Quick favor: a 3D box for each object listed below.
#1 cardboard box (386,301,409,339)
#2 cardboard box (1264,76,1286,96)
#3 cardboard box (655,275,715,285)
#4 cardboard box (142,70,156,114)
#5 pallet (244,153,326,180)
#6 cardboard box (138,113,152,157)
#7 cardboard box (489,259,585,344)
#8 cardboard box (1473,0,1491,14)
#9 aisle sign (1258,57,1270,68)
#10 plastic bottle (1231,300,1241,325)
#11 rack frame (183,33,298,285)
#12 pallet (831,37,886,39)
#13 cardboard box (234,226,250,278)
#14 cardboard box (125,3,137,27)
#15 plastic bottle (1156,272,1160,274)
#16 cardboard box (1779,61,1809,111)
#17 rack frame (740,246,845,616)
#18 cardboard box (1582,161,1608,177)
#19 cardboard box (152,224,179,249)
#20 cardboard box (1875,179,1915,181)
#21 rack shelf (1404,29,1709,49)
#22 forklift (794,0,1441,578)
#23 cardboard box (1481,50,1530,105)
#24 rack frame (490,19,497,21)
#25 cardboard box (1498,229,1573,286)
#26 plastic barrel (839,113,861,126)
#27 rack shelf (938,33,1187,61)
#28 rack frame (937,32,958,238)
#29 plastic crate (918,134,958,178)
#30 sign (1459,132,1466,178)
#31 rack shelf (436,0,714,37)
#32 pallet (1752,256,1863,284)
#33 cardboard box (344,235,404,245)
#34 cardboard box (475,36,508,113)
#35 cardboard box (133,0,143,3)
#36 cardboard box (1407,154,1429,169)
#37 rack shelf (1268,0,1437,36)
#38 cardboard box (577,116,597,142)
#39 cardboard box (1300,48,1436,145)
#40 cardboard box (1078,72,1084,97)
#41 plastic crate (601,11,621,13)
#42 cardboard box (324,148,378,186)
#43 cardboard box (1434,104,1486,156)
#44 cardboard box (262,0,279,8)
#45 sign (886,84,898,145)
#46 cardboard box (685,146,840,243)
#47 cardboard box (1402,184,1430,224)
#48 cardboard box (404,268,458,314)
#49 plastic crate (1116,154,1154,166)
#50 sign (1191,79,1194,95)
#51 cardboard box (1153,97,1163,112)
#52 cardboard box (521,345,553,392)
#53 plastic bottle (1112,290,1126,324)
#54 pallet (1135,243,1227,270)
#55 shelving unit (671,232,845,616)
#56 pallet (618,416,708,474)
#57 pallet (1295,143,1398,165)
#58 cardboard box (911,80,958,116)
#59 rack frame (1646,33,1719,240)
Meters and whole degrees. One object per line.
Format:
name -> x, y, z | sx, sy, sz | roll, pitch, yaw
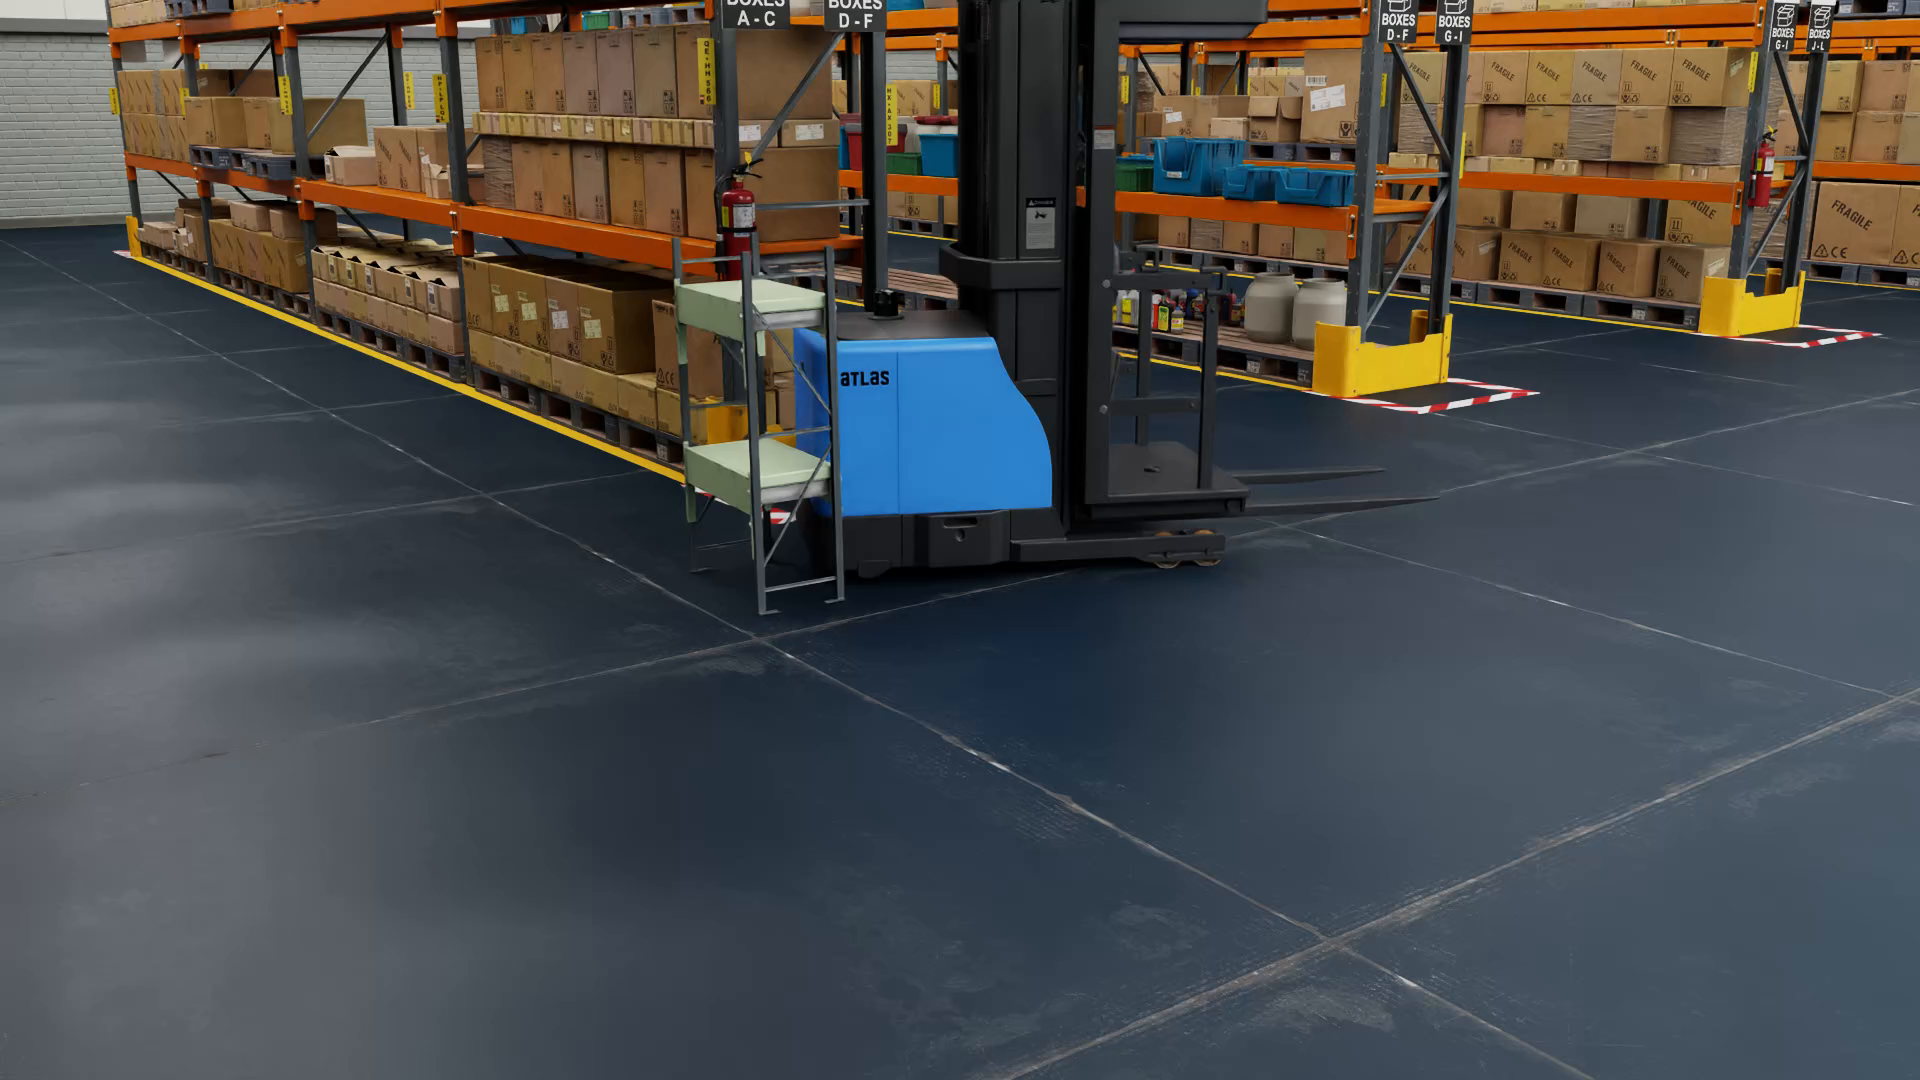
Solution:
cardboard box -> -4.268, -1.789, 13.343 | 0.500, 0.250, 0.500 | -10, 18, -33
cardboard box -> 6.145, -8.564, 31.599 | 0.500, 0.500, 0.500 | -11, 19, -36
cardboard box -> -1.576, -1.396, 10.486 | 0.500, 0.500, 0.500 | -11, 19, -35
cardboard box -> -9.297, -5.282, 19.611 | 0.500, 0.500, 0.500 | -11, 19, -35
pallet -> -5.999, -3.547, 15.717 | 1.213, 0.211, 1.003 | -11, 19, -35
cardboard box -> -9.600, -4.910, 20.143 | 0.500, 0.500, 0.500 | -11, 19, -35
cardboard box -> -2.872, -1.636, 11.366 | 0.500, 0.500, 0.500 | -11, 19, -35
cardboard box -> 5.196, -5.315, 16.415 | 0.500, 0.250, 0.500 | -11, 19, -35
aisle sign -> 5.992, -9.606, 32.568 | 0.394, 0.787, 0.004 | -11, 19, -35
plastic bottle -> 2.294, -1.886, 13.751 | 0.097, 0.201, 0.097 | 0, 15, 0
rack frame -> -7.896, -4.360, 18.324 | 1.000, 3.000, 0.127 | -11, 19, -35
pallet -> -1.788, -7.998, 26.102 | 1.003, 0.211, 1.213 | -11, 19, -35
cardboard box -> -7.198, -3.005, 17.276 | 0.500, 0.500, 0.500 | -11, 19, -34
cardboard box -> -9.573, -6.224, 19.737 | 0.500, 0.250, 0.500 | -11, 19, -35
plastic bottle -> 1.731, -2.151, 14.439 | 0.144, 0.351, 0.185 | -11, 19, -35
cardboard box -> 9.707, -5.210, 19.099 | 0.875, 0.550, 0.550 | -11, 19, -35
rack frame -> -0.679, -0.437, 6.823 | 0.400, 1.500, 0.023 | -10, 18, -30
cardboard box -> 6.092, -3.506, 15.681 | 0.380, 0.149, 0.250 | -11, 19, -35
cardboard box -> -9.570, -3.726, 20.384 | 0.500, 0.250, 0.500 | -11, 19, -35
cardboard box -> 12.968, -4.797, 22.912 | 0.500, 0.500, 0.500 | -10, 18, -32
rack shelf -> 7.719, -6.464, 21.691 | 1.077, 0.370, 4.000 | -11, 19, -35
forklift -> 0.760, -1.415, 7.695 | 3.031, 2.935, 1.130 | -3, 16, -10
cardboard box -> 5.471, -4.513, 16.238 | 0.500, 0.500, 0.500 | -11, 19, -35
rack frame -> -6.239, -8.876, 23.459 | 1.000, 3.000, 0.127 | -11, 19, -35
cardboard box -> 5.797, -2.852, 16.755 | 0.500, 0.500, 0.500 | -13, 20, -39
plastic barrel -> -1.017, -4.287, 17.801 | 0.600, 0.536, 0.708 | -11, 19, -35
rack shelf -> 1.295, -6.569, 22.077 | 1.077, 0.370, 4.000 | -11, 19, -35
rack frame -> 0.119, -5.897, 23.939 | 1.000, 3.000, 0.127 | -11, 19, -35
plastic crate -> -0.084, -3.599, 15.575 | 0.392, 0.384, 0.575 | -11, 19, -35
sign -> 3.616, -2.783, 12.040 | 0.100, 0.325, 0.005 | -11, 19, -35
rack shelf -> -2.016, -3.324, 10.221 | 1.077, 0.370, 4.000 | -11, 19, -35
pallet -> 10.000, -3.156, 19.209 | 1.003, 0.211, 1.213 | -11, 19, -35
cardboard box -> -5.581, -2.654, 15.992 | 0.500, 0.500, 0.500 | -10, 18, -32
cardboard box -> -2.926, -3.232, 11.555 | 0.700, 0.500, 0.500 | -11, 19, -34
cardboard box -> -9.278, -6.358, 19.281 | 0.500, 0.250, 0.500 | -11, 19, -35
cardboard box -> 4.843, -3.919, 17.190 | 0.380, 0.149, 0.250 | -11, 19, -35
rack shelf -> 1.993, -4.092, 13.027 | 1.077, 0.370, 4.000 | -11, 19, -35
cardboard box -> -2.133, -2.541, 10.261 | 0.380, 0.149, 0.250 | -11, 19, -35
cardboard box -> 4.469, -4.872, 18.262 | 1.000, 1.000, 1.000 | -11, 19, -34
cardboard box -> 1.673, -5.873, 21.762 | 0.797, 0.503, 0.637 | -10, 18, -33
plastic crate -> -4.396, -6.819, 21.876 | 0.497, 0.269, 0.590 | -11, 19, -35
cardboard box -> -5.175, -3.242, 14.407 | 0.500, 0.311, 0.500 | -11, 19, -35
cardboard box -> 5.303, -4.162, 16.848 | 0.875, 0.500, 0.500 | -11, 19, -35
cardboard box -> -5.828, -5.089, 15.115 | 0.910, 0.500, 0.500 | -11, 19, -35
sign -> -0.388, -2.338, 9.147 | 0.100, 0.325, 0.005 | -11, 19, -35
cardboard box -> -1.104, -1.947, 9.320 | 0.700, 0.500, 0.500 | -11, 19, -35
cardboard box -> 6.828, -4.764, 23.267 | 1.050, 0.750, 0.750 | -11, 19, -35
cardboard box -> -3.973, -1.951, 12.871 | 0.500, 0.311, 0.500 | -10, 18, -33
plastic crate -> 1.687, -3.154, 14.198 | 0.499, 0.251, 0.616 | -11, 19, -35
sign -> 2.905, -5.649, 20.991 | 0.100, 0.325, 0.005 | -11, 19, -35
cardboard box -> 3.373, -7.007, 27.243 | 0.500, 0.500, 0.500 | -11, 19, -36
cardboard box -> -2.585, -1.167, 11.070 | 0.500, 0.250, 0.500 | -11, 19, -35
plastic bottle -> 1.317, -1.986, 13.836 | 0.144, 0.351, 0.185 | -11, 19, -35
pallet -> 2.929, -3.531, 20.576 | 1.003, 0.211, 1.213 | -11, 19, -35
shelving unit -> -0.867, -0.520, 7.126 | 0.431, 1.500, 0.755 | -10, 18, -30
pallet -> -1.324, -0.609, 9.902 | 1.003, 0.211, 1.213 | -11, 19, -35
pallet -> 4.491, -4.282, 18.401 | 1.003, 0.211, 1.213 | -11, 19, -35
cardboard box -> -0.367, -6.386, 24.027 | 0.500, 0.500, 0.500 | -10, 18, -33
rack frame -> 8.894, -4.937, 20.431 | 1.000, 3.000, 0.127 | -11, 19, -35
